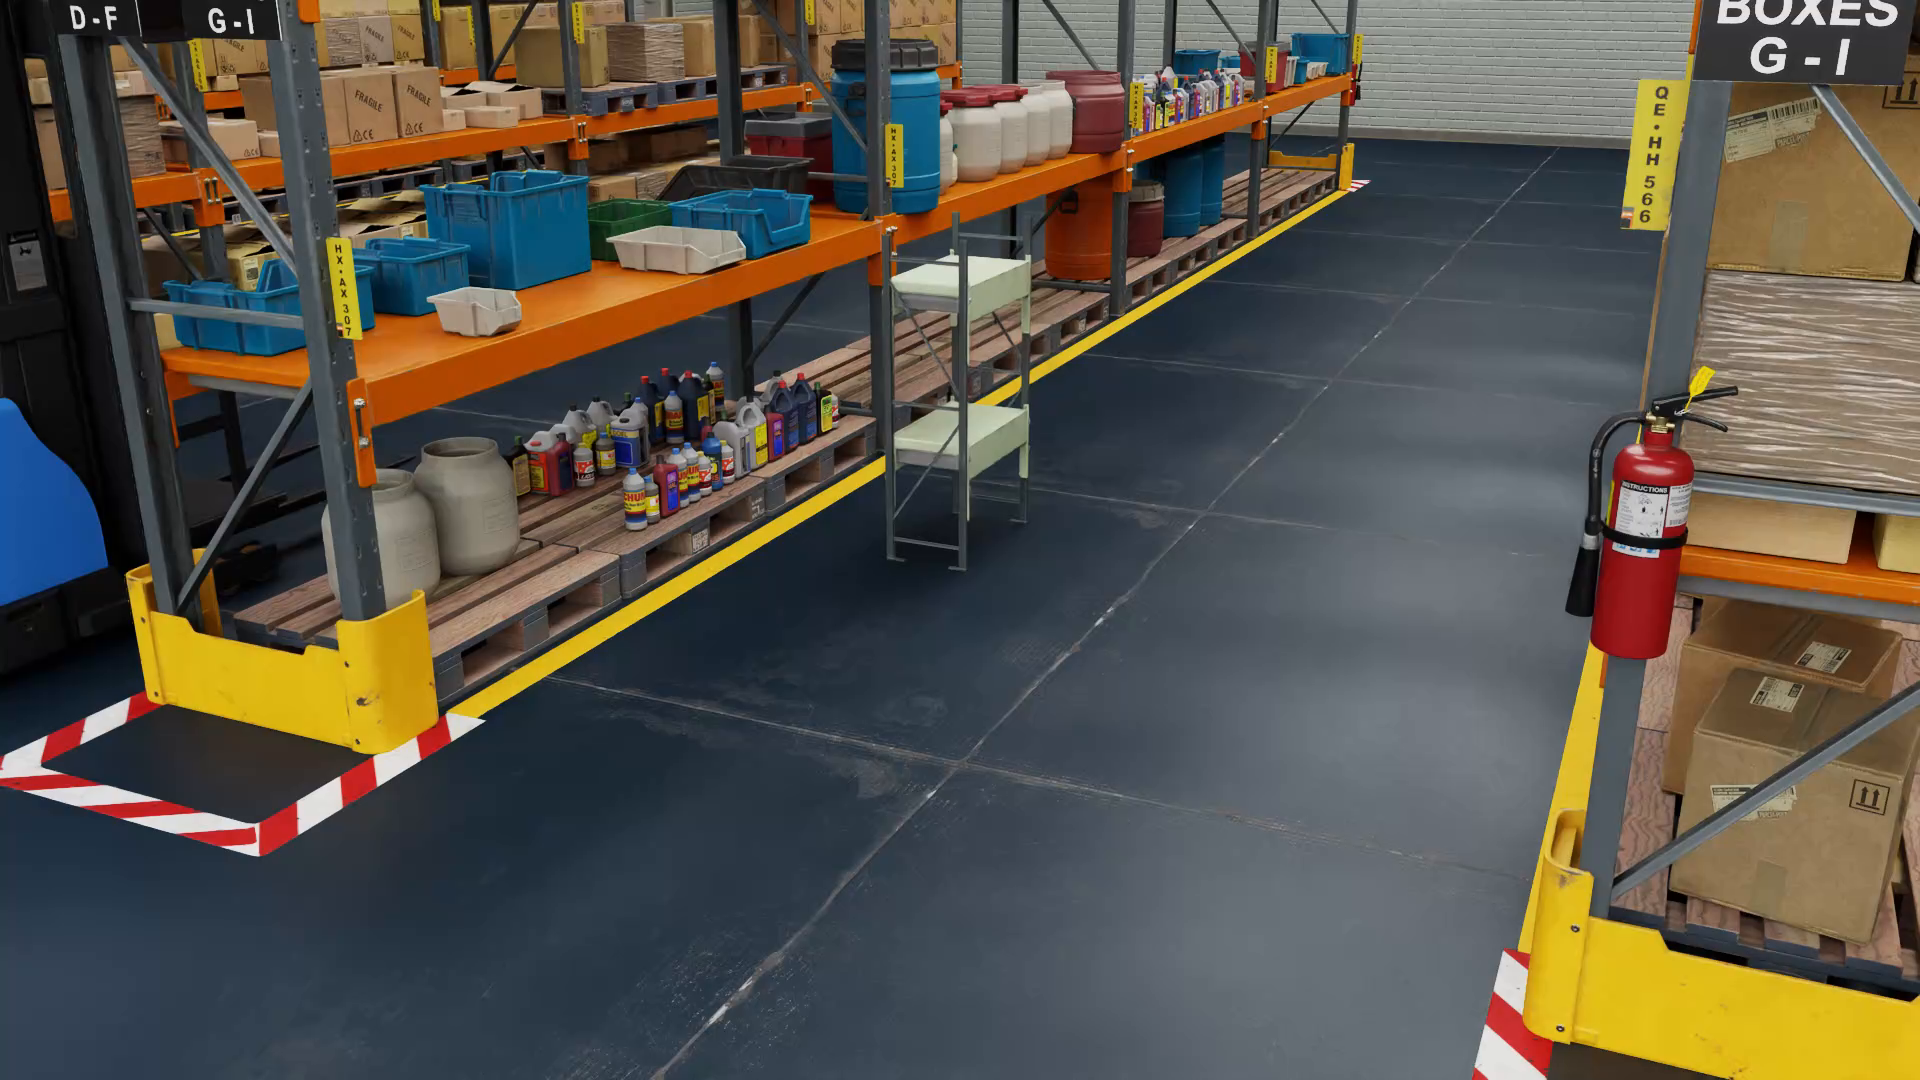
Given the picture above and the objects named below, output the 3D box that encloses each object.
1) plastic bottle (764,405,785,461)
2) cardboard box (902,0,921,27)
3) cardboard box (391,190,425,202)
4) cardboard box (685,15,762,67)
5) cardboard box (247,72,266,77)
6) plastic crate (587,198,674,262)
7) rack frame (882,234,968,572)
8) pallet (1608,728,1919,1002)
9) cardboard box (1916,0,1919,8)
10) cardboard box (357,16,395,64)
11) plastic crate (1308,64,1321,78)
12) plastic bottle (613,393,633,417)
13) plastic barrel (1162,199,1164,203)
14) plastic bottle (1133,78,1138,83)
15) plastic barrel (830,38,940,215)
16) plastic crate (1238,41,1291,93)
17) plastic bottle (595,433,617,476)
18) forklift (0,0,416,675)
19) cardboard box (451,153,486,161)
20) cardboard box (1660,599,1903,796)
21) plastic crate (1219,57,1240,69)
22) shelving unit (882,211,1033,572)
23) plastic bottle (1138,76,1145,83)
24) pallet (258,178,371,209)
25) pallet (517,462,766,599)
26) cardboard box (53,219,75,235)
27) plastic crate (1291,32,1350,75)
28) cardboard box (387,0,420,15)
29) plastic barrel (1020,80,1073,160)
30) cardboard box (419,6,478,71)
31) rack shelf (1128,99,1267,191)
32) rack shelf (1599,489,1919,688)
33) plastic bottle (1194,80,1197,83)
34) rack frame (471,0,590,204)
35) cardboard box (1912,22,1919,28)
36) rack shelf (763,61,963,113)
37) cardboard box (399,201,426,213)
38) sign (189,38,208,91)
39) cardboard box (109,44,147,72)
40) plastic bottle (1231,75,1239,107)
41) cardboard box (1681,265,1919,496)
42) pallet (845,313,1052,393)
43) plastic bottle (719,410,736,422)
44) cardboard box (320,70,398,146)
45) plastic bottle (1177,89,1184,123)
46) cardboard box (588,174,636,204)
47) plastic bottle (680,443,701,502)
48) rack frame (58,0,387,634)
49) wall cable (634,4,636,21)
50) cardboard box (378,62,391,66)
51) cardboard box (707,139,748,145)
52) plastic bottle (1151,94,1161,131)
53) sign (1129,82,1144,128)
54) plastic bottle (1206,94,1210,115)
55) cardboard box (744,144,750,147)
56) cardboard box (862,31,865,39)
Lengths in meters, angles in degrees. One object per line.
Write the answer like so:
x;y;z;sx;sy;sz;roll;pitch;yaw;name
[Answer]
-0.952;-0.555;8.449;0.061;0.283;0.133;10;22;26;plastic bottle
-0.793;-6.358;19.728;0.500;0.500;0.500;9;22;24;cardboard box
-4.413;-2.766;13.911;0.500;0.311;0.500;8;21;21;cardboard box
-2.484;-5.235;17.436;0.700;0.500;0.500;2;20;4;cardboard box
-7.512;-4.840;17.446;0.380;0.149;0.250;9;21;24;cardboard box
-1.657;-1.502;8.031;0.450;0.188;0.662;9;21;23;plastic crate
-0.153;-0.593;7.397;0.400;1.500;0.023;9;21;23;rack frame
2.433;0.972;4.921;1.003;0.211;1.213;9;21;23;pallet
4.128;-2.002;7.600;1.000;1.000;1.000;9;21;23;cardboard box
-6.765;-5.646;18.746;0.500;0.500;0.500;9;21;23;cardboard box
3.769;-5.189;18.388;0.396;0.136;0.243;9;21;23;plastic crate
-1.736;-0.613;8.613;0.061;0.283;0.133;10;22;25;plastic bottle
1.591;-2.908;14.756;0.421;0.512;0.421;0;20;0;plastic barrel
1.516;-3.993;14.904;0.152;0.276;0.135;9;21;23;plastic bottle
-0.409;-2.290;9.185;0.600;0.901;0.708;9;21;23;plastic barrel
3.026;-4.720;16.580;0.402;0.464;0.583;9;21;23;plastic crate
-1.752;-0.429;8.218;0.097;0.201;0.097;0;20;0;plastic bottle
-3.723;-1.190;6.942;1.130;2.935;3.031;9;21;23;forklift
-6.207;-5.017;20.704;0.700;0.500;0.500;9;21;23;cardboard box
2.521;0.528;5.110;0.500;0.500;0.500;15;25;37;cardboard box
3.006;-5.071;17.911;0.416;0.233;0.300;9;21;23;plastic crate
-0.003;-0.705;7.712;0.431;1.500;0.755;9;21;23;shelving unit
1.673;-4.130;15.297;0.097;0.271;0.097;0;20;0;plastic bottle
-7.352;-3.848;18.475;1.003;0.211;1.213;9;21;23;pallet
-1.655;-0.090;7.907;1.003;0.211;1.213;9;21;23;pallet
-5.837;-1.815;10.955;0.500;0.500;0.500;9;21;23;cardboard box
4.103;-5.563;18.992;0.616;0.435;0.499;9;21;23;plastic crate
-6.564;-6.155;19.057;0.500;0.250;0.500;9;22;24;cardboard box
0.568;-2.909;11.506;0.421;0.512;0.421;0;20;0;plastic barrel
-6.369;-6.088;20.162;0.980;0.700;0.700;9;21;24;cardboard box
1.613;-3.473;14.331;1.077;0.370;4.000;9;21;23;rack shelf
2.856;-0.348;5.544;1.077;0.370;4.000;9;21;23;rack shelf
2.088;-3.943;14.773;0.097;0.271;0.097;0;20;0;plastic bottle
-3.723;-3.881;14.406;1.000;3.000;0.127;9;21;23;rack frame
3.124;-1.323;5.127;0.500;0.500;0.500;9;21;23;cardboard box
-1.266;-5.377;19.684;1.077;0.370;4.000;9;21;23;rack shelf
-4.129;-2.540;13.275;0.500;0.311;0.500;8;21;22;cardboard box
-4.854;-3.028;10.597;0.100;0.325;0.005;9;21;23;sign
-5.537;-3.180;10.350;0.700;0.500;0.500;9;21;23;cardboard box
2.512;-4.127;15.270;0.061;0.283;0.133;9;21;23;plastic bottle
2.287;-0.427;4.100;0.875;0.500;0.500;9;21;23;cardboard box
-0.060;-1.284;11.263;1.003;0.211;1.213;9;21;23;pallet
-1.160;-0.518;8.345;0.061;0.283;0.133;9;21;23;plastic bottle
-4.611;-3.252;12.488;0.500;0.500;0.500;9;21;23;cardboard box
1.812;-3.613;13.842;0.097;0.271;0.097;0;20;0;plastic bottle
-3.276;-3.011;15.032;0.500;0.500;0.500;10;22;25;cardboard box
-1.274;-0.324;7.817;0.097;0.271;0.097;0;20;0;plastic bottle
-2.482;-0.755;5.615;1.000;3.000;0.127;9;21;23;rack frame
-5.307;-8.005;24.486;0.084;1.984;1.851;9;21;23;wall cable
-6.715;-5.378;18.960;0.380;0.149;0.250;9;22;24;cardboard box
-2.506;-4.019;17.868;0.500;0.500;0.500;8;21;20;cardboard box
1.552;-3.410;13.254;0.061;0.283;0.133;9;21;23;plastic bottle
1.299;-3.204;12.258;0.100;0.325;0.005;9;21;23;sign
2.132;-3.819;14.526;0.097;0.201;0.097;0;20;0;plastic bottle
-2.026;-3.943;17.655;0.500;0.500;0.500;8;21;22;cardboard box
-1.214;-5.579;19.031;0.500;0.500;0.500;8;21;22;cardboard box
